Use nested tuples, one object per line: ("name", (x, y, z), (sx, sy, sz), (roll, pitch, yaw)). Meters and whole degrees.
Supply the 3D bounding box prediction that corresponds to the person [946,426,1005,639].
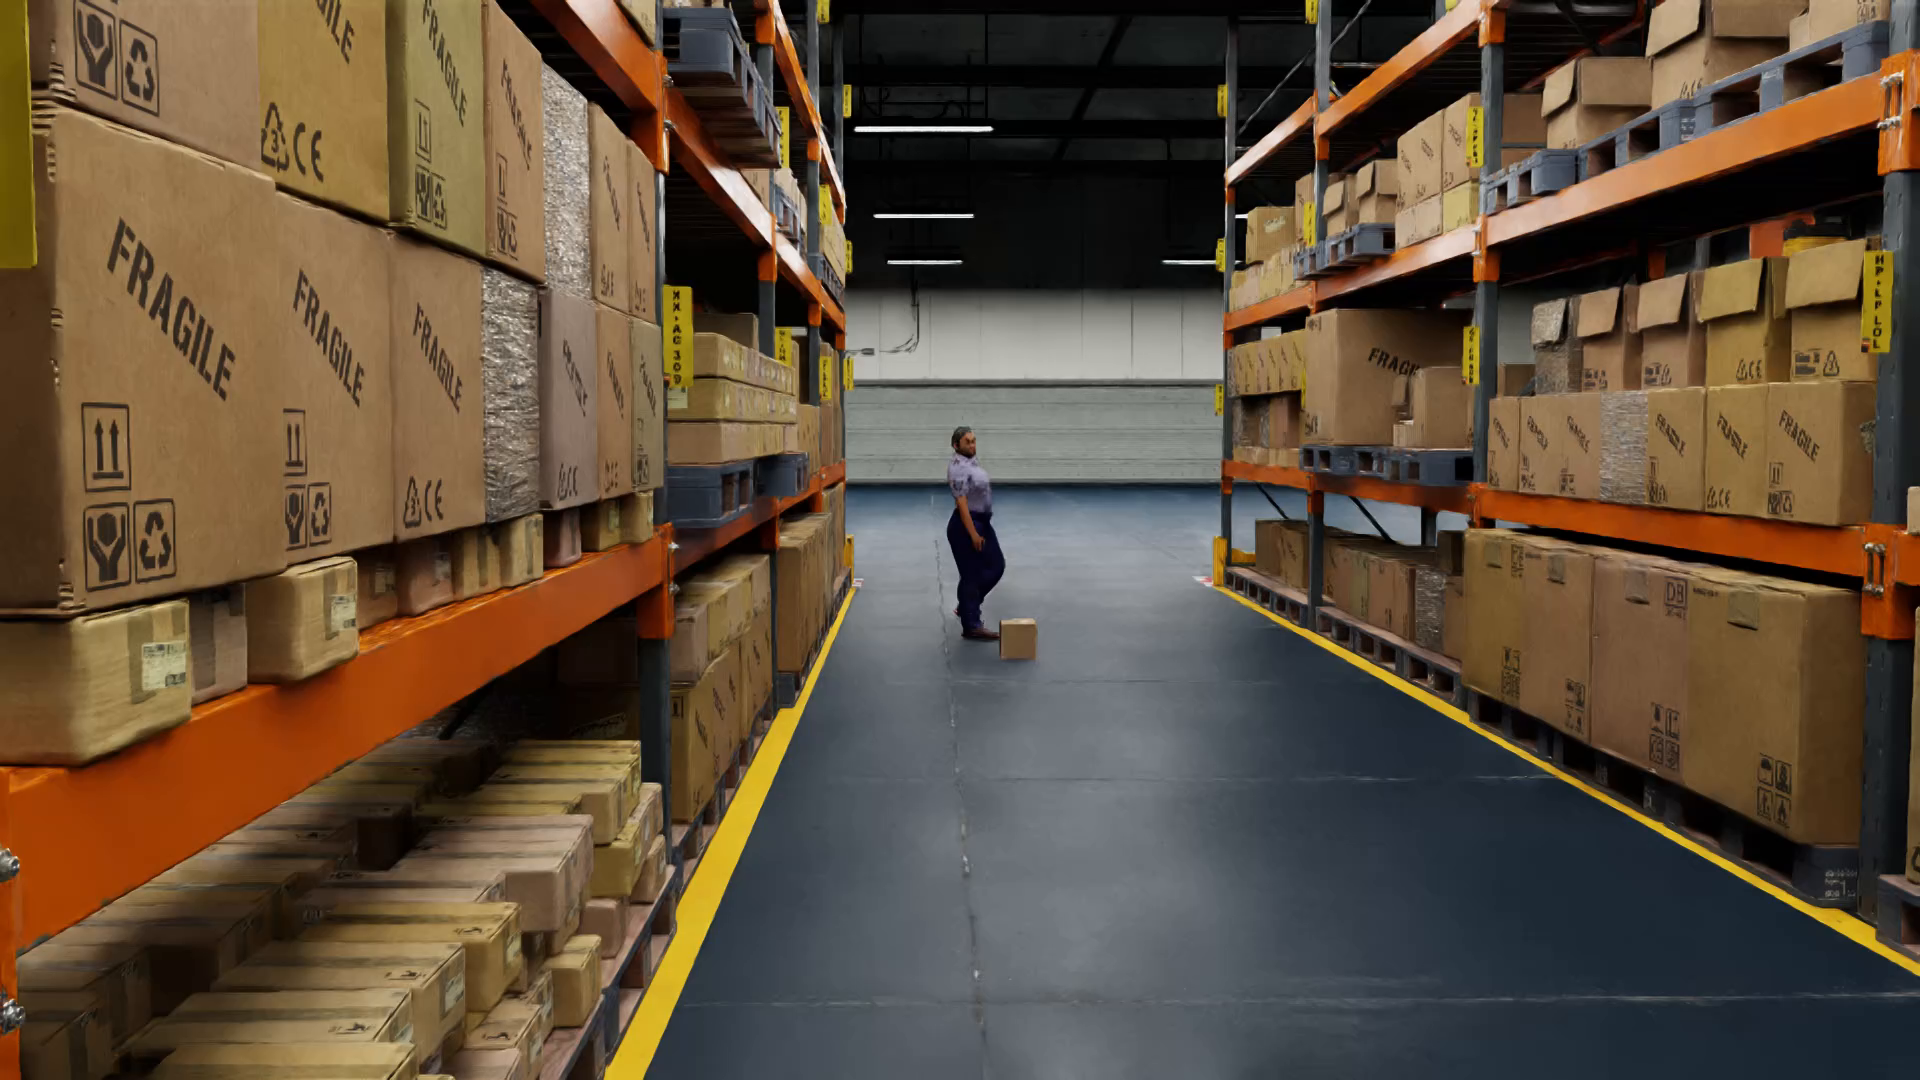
("person", (0.121, -0.062, 12.890), (0.408, 1.647, 0.629), (1, 4, 11))
